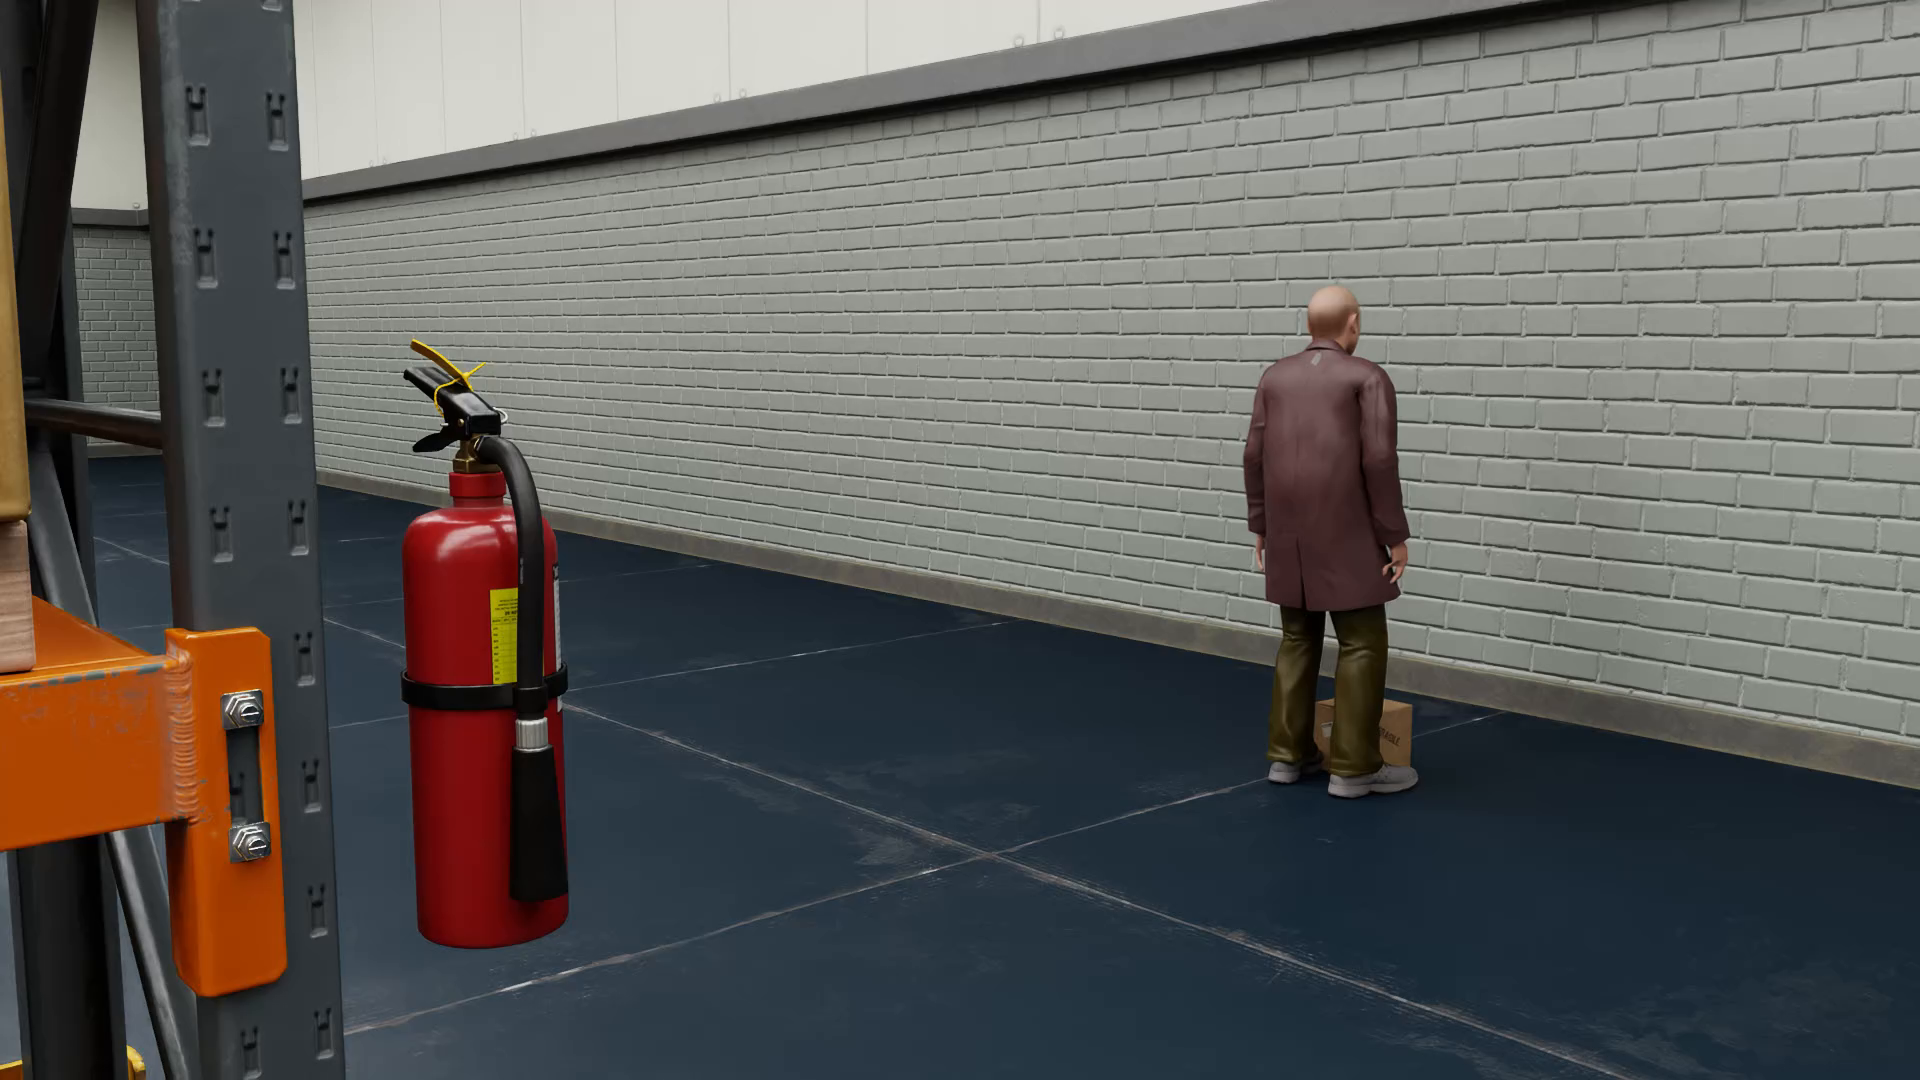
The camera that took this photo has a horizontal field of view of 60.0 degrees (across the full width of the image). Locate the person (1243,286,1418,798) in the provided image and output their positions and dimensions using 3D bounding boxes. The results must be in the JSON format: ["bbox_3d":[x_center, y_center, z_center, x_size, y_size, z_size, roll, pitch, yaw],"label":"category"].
[{"bbox_3d":[1.300,-0.007,5.896,0.429,1.772,0.644,-7,10,-44],"label":"person"}]
